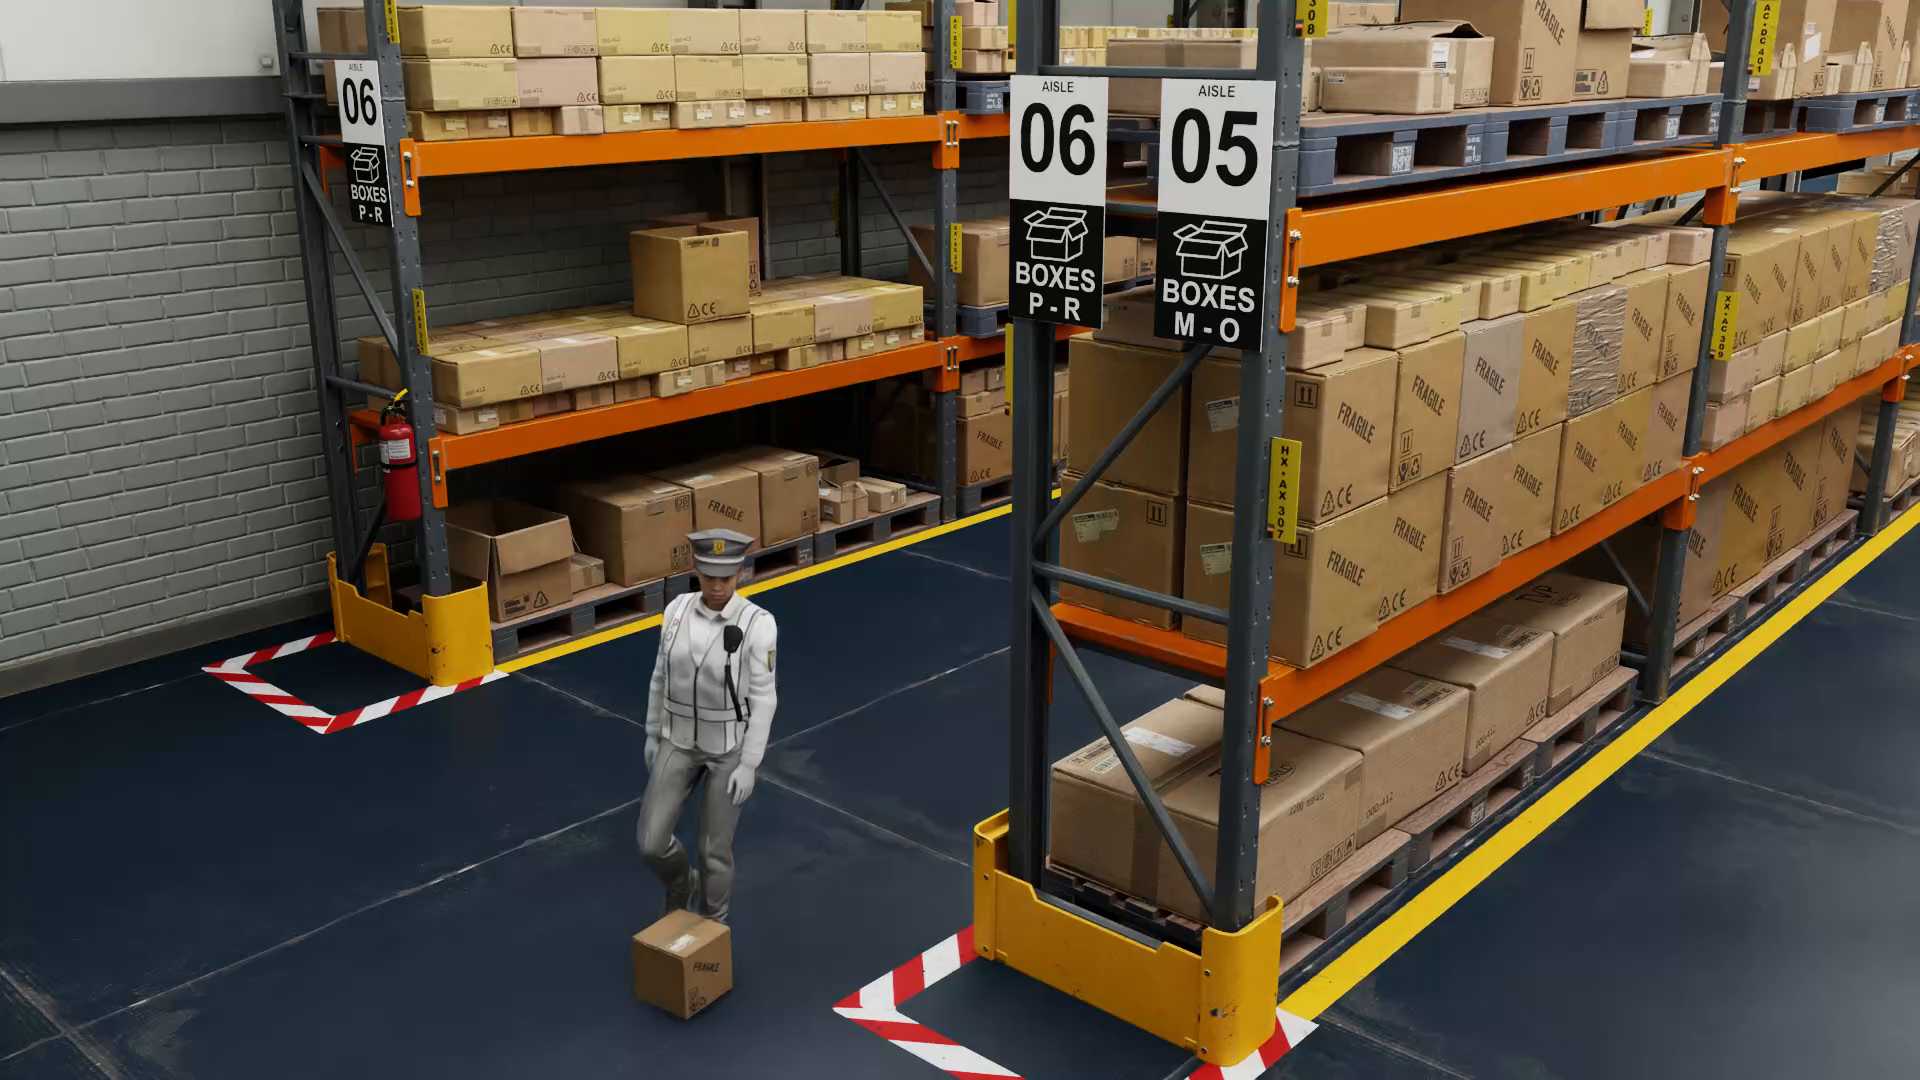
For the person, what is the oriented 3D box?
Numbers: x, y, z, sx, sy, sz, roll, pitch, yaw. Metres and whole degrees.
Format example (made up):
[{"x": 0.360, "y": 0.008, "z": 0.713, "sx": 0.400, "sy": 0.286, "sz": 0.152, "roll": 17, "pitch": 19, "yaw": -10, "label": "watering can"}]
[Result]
[{"x": -0.940, "y": 0.810, "z": 5.909, "sx": 0.567, "sy": 1.693, "sz": 0.442, "roll": 3, "pitch": 17, "yaw": 9, "label": "person"}]
